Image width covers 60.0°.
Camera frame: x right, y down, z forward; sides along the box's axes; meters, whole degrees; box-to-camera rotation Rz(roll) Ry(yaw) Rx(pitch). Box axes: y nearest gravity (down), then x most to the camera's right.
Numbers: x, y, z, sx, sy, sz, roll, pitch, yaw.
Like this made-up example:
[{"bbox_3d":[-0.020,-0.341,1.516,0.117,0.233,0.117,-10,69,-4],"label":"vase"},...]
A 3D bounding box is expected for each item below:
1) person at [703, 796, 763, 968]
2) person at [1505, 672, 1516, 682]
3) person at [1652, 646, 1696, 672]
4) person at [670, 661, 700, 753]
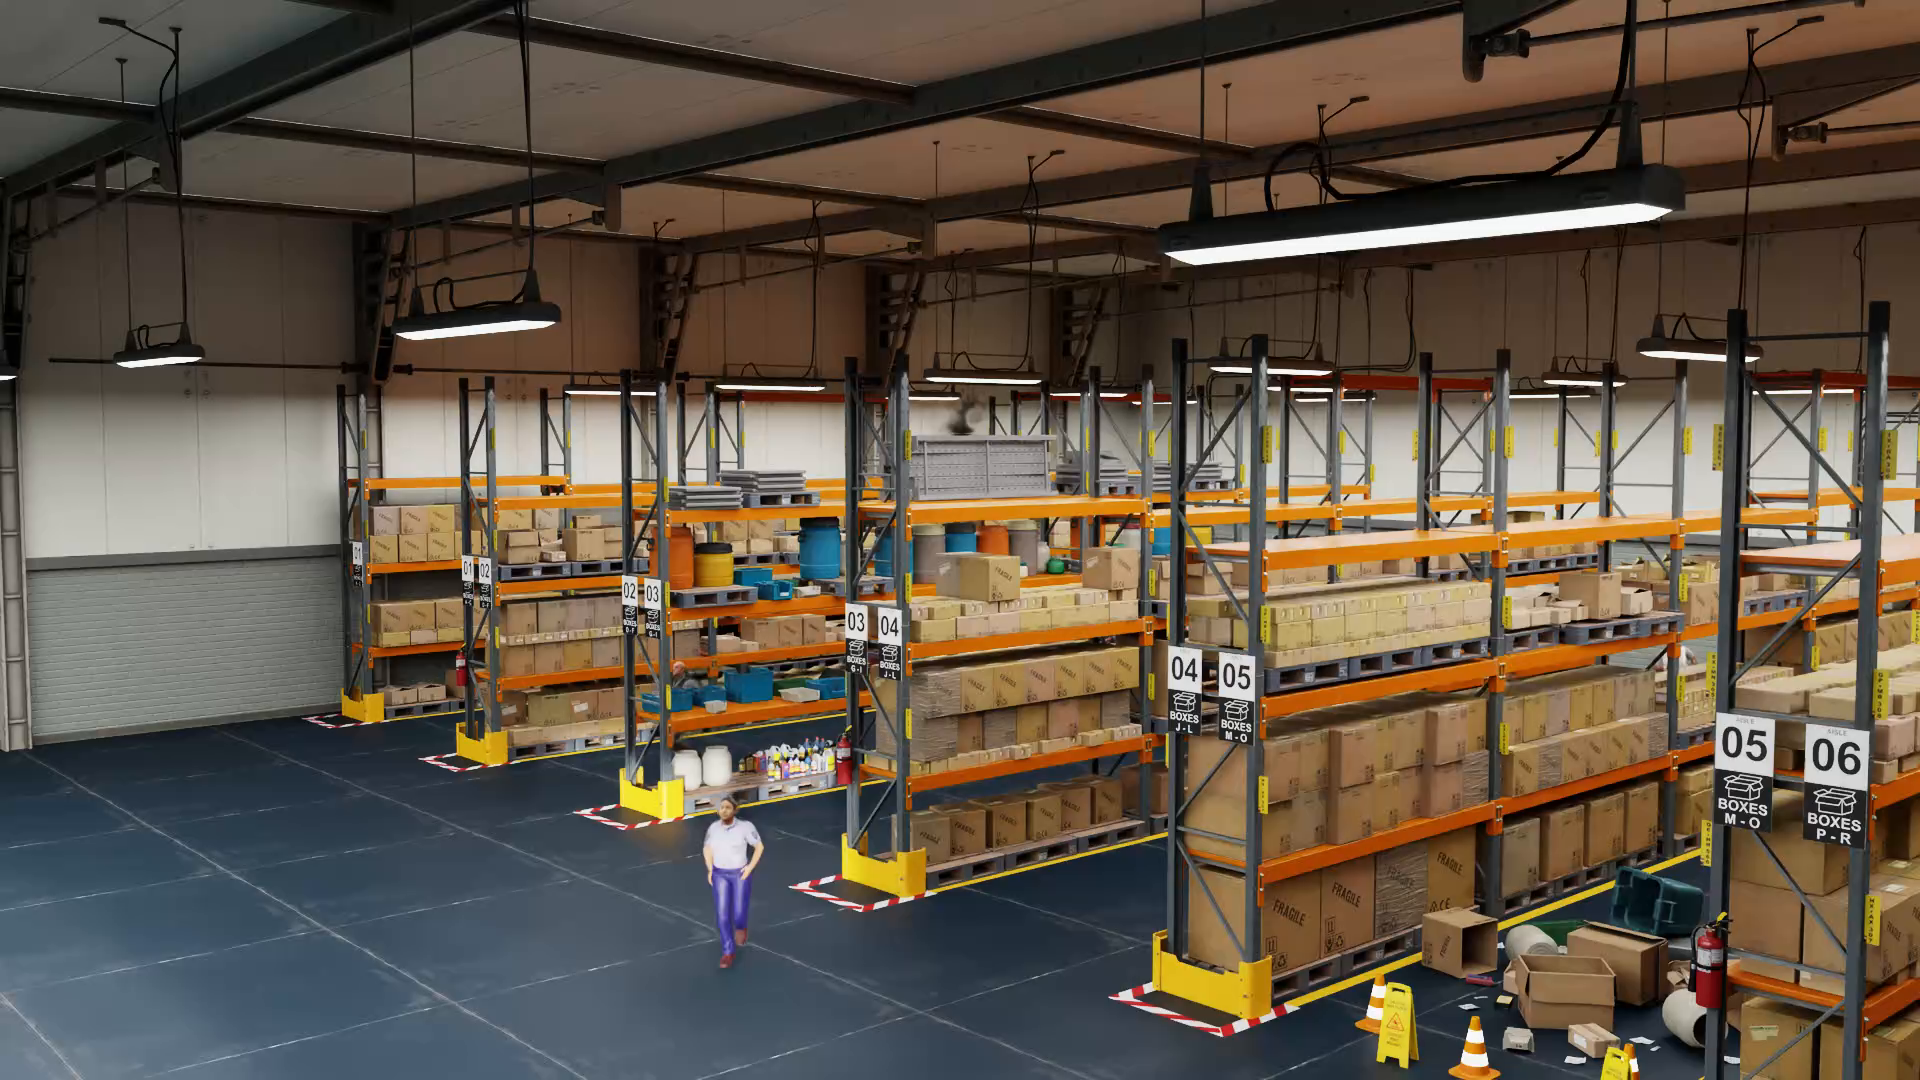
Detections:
[{"bbox_3d":[-2.224,3.305,16.251,0.602,1.625,0.585,0,4,5],"label":"person"},{"bbox_3d":[7.911,2.682,24.188,0.641,1.775,0.687,3,5,43],"label":"person"},{"bbox_3d":[12.146,2.432,28.197,0.756,1.764,0.766,2,4,27],"label":"person"},{"bbox_3d":[-4.273,2.673,25.056,0.645,1.681,0.592,3,5,38],"label":"person"}]
